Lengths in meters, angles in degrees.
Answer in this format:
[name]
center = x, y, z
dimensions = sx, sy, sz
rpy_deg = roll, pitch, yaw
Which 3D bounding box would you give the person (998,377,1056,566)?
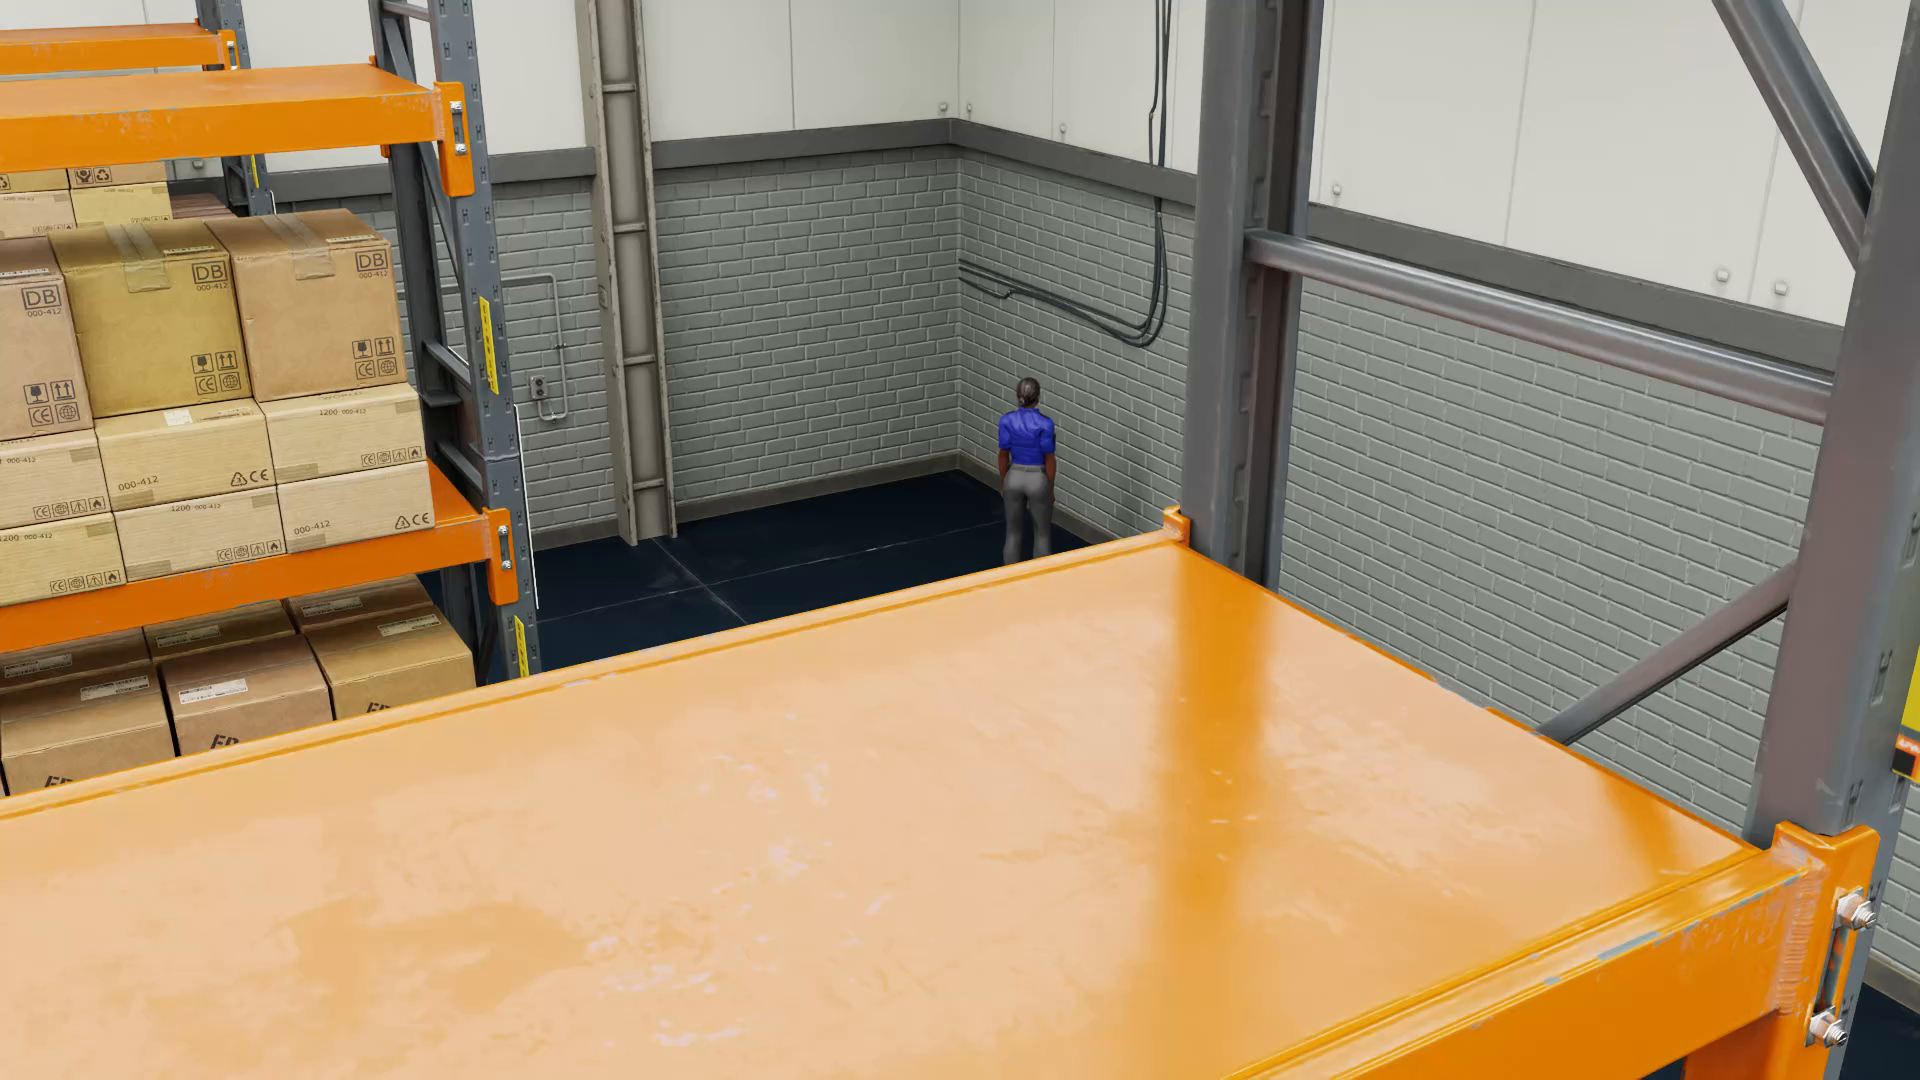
[person]
center = 0.507, -0.386, 12.053
dimensions = 0.451, 1.660, 0.336
rpy_deg = 7, 23, 16
